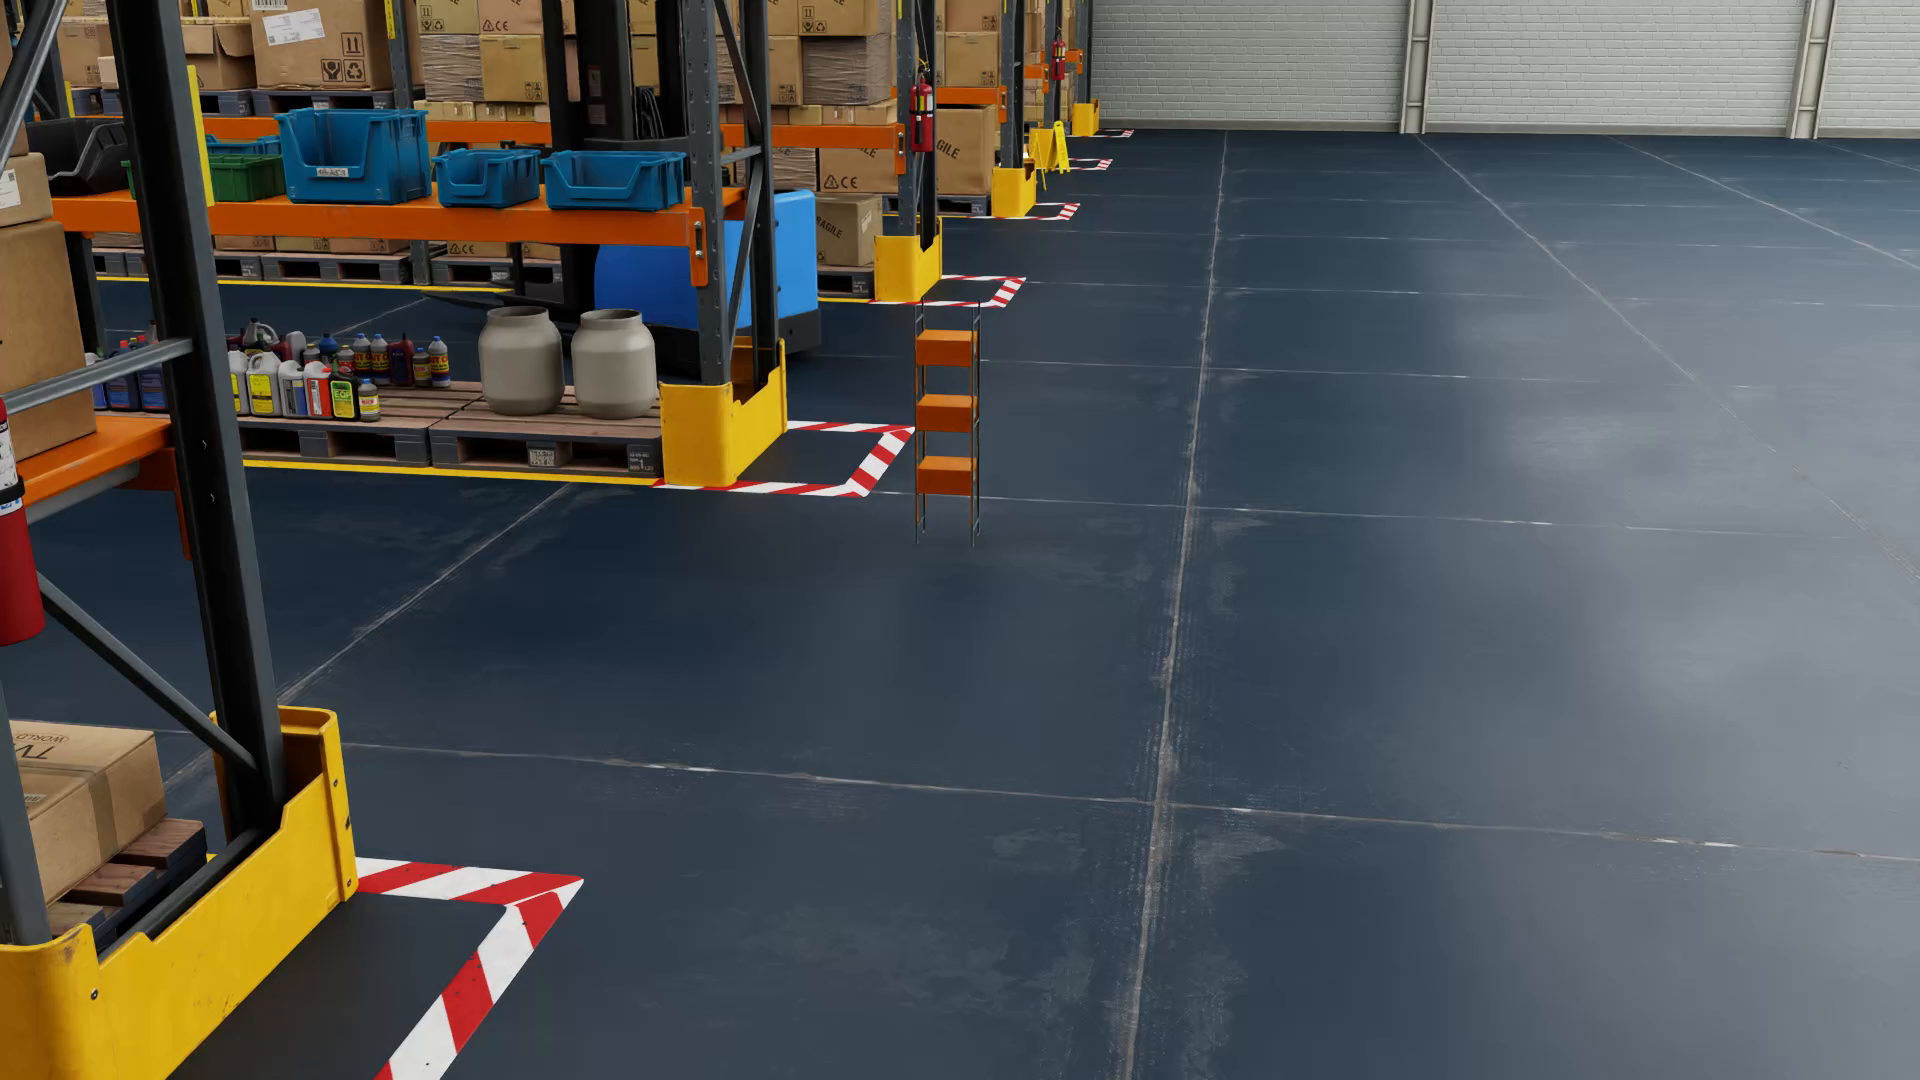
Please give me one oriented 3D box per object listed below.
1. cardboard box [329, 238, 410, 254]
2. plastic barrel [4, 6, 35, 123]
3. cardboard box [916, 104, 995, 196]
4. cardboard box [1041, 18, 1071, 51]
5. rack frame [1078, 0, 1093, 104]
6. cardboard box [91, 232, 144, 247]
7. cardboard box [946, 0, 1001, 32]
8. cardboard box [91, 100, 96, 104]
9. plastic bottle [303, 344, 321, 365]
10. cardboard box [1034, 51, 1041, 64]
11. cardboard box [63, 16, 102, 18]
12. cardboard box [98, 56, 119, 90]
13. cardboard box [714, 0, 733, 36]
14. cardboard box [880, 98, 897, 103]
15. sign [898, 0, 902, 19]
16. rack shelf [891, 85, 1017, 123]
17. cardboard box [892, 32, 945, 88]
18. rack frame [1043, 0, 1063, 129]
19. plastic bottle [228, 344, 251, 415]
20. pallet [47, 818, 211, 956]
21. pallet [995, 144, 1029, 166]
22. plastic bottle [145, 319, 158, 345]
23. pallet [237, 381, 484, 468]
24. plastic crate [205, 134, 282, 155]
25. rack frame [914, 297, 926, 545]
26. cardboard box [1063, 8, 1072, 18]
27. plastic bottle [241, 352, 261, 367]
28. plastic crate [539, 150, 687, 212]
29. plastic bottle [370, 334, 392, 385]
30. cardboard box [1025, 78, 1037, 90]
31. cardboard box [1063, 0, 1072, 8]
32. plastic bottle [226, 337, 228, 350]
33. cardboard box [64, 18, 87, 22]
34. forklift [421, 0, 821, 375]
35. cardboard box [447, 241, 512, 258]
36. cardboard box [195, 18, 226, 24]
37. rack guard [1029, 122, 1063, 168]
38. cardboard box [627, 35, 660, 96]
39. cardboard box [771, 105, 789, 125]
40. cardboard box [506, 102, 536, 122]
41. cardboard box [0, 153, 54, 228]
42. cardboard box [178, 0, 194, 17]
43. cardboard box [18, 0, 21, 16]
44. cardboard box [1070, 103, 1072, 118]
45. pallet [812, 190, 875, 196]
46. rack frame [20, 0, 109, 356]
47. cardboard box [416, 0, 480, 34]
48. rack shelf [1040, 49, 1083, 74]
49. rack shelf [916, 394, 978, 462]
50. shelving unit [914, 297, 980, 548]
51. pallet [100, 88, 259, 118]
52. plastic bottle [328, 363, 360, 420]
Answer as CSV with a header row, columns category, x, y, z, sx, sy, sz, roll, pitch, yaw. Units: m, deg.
category,x,y,z,sx,sy,sz,roll,pitch,yaw
cardboard box,-4.881,-2.691,13.863,0.500,0.500,0.700,1,19,4
plastic barrel,-5.397,-2.430,9.049,0.708,0.901,0.600,3,19,9
cardboard box,-0.122,-4.182,17.762,0.875,0.875,0.875,3,19,9
cardboard box,1.499,-8.078,26.562,0.500,0.500,0.500,3,19,7
rack frame,2.027,-8.088,26.749,0.127,3.000,1.000,3,19,9
cardboard box,-7.013,-2.803,14.199,0.500,0.500,0.700,1,19,4
cardboard box,0.198,-5.591,17.348,0.550,0.550,0.875,3,19,9
cardboard box,-12.982,-6.277,24.712,0.875,0.438,0.875,3,19,10
plastic bottle,-3.593,-0.985,9.236,0.097,0.201,0.097,0,18,0
cardboard box,0.941,-6.496,22.386,0.250,0.149,0.380,3,19,9
cardboard box,-10.084,-5.944,19.138,0.250,0.149,0.380,3,19,8
cardboard box,-6.609,-3.803,13.515,0.500,0.250,0.500,2,19,7
cardboard box,-1.899,-4.091,12.599,0.500,0.500,0.500,3,19,9
cardboard box,-0.572,-3.398,13.128,0.250,0.149,0.380,3,19,9
sign,-0.437,-3.955,12.072,0.005,0.325,0.100,3,19,9
rack shelf,-1.417,-4.737,17.866,4.000,0.370,1.077,3,19,9
cardboard box,-0.362,-5.074,17.503,0.550,0.550,0.875,3,19,9
rack frame,1.243,-6.533,22.101,0.127,3.000,1.000,3,19,9
plastic bottle,-3.726,-0.829,8.535,0.185,0.351,0.144,3,19,8
pallet,-2.665,0.972,4.066,1.213,0.211,1.003,3,19,9
pallet,0.372,-5.267,22.710,1.213,0.211,1.003,3,19,9
plastic bottle,-4.405,-1.043,9.175,0.185,0.351,0.144,3,19,9
pallet,-3.199,-0.648,8.908,1.213,0.211,1.003,3,19,9
plastic crate,-3.928,-2.037,8.898,0.616,0.251,0.499,3,19,9
rack frame,-0.173,-0.507,7.163,0.008,1.050,0.200,3,19,9
cardboard box,1.640,-8.373,26.420,0.250,0.149,0.380,3,19,9
plastic bottle,-3.728,-0.841,8.689,0.135,0.276,0.152,3,19,9
plastic crate,-1.656,-1.738,8.004,0.616,0.251,0.499,3,19,9
plastic bottle,-3.193,-0.998,9.164,0.097,0.271,0.097,0,18,0
cardboard box,1.018,-7.407,26.809,0.500,0.250,0.500,3,19,10
cardboard box,1.640,-8.536,26.440,0.250,0.149,0.380,3,19,9
plastic bottle,-4.193,-1.079,9.281,0.185,0.351,0.144,2,19,6
cardboard box,-9.698,-5.715,18.452,0.250,0.149,0.380,4,19,11
forklift,-2.411,-2.750,10.904,3.031,2.935,1.130,12,22,33
cardboard box,-3.890,-2.611,13.656,0.500,0.500,0.500,2,19,7
cardboard box,-8.145,-5.636,18.218,0.250,0.149,0.380,3,19,8
rack guard,1.168,-5.352,22.509,0.348,0.500,1.175,3,19,9
cardboard box,-2.359,-3.708,13.032,0.500,0.500,0.875,3,19,9
cardboard box,-1.389,-3.286,12.791,0.250,0.149,0.380,3,19,9
cardboard box,-3.369,-3.375,13.060,0.250,0.149,0.380,3,19,9
cardboard box,-2.257,-0.767,3.689,0.250,0.149,0.380,3,19,8
cardboard box,-11.115,-7.596,23.544,0.500,0.500,0.500,3,19,8
cardboard box,-13.614,-7.723,23.923,0.500,0.500,0.500,2,19,7
cardboard box,1.573,-7.070,27.376,0.500,0.250,0.500,3,19,9
pallet,-1.445,-3.733,18.127,1.213,0.211,1.003,3,19,9
rack frame,-5.064,-2.078,8.786,0.127,3.000,1.000,3,19,9
cardboard box,-3.874,-4.190,12.897,0.500,0.500,0.500,3,19,9
rack shelf,0.052,-7.848,27.164,4.000,0.370,1.077,3,19,9
rack shelf,-0.053,-0.491,7.148,0.240,0.259,0.215,3,19,9
shelving unit,-0.053,-0.501,7.145,0.252,1.050,0.215,3,19,9
pallet,-6.267,-3.653,13.797,1.213,0.211,1.003,3,19,9
plastic bottle,-3.115,-0.752,8.412,0.133,0.283,0.061,3,19,10
